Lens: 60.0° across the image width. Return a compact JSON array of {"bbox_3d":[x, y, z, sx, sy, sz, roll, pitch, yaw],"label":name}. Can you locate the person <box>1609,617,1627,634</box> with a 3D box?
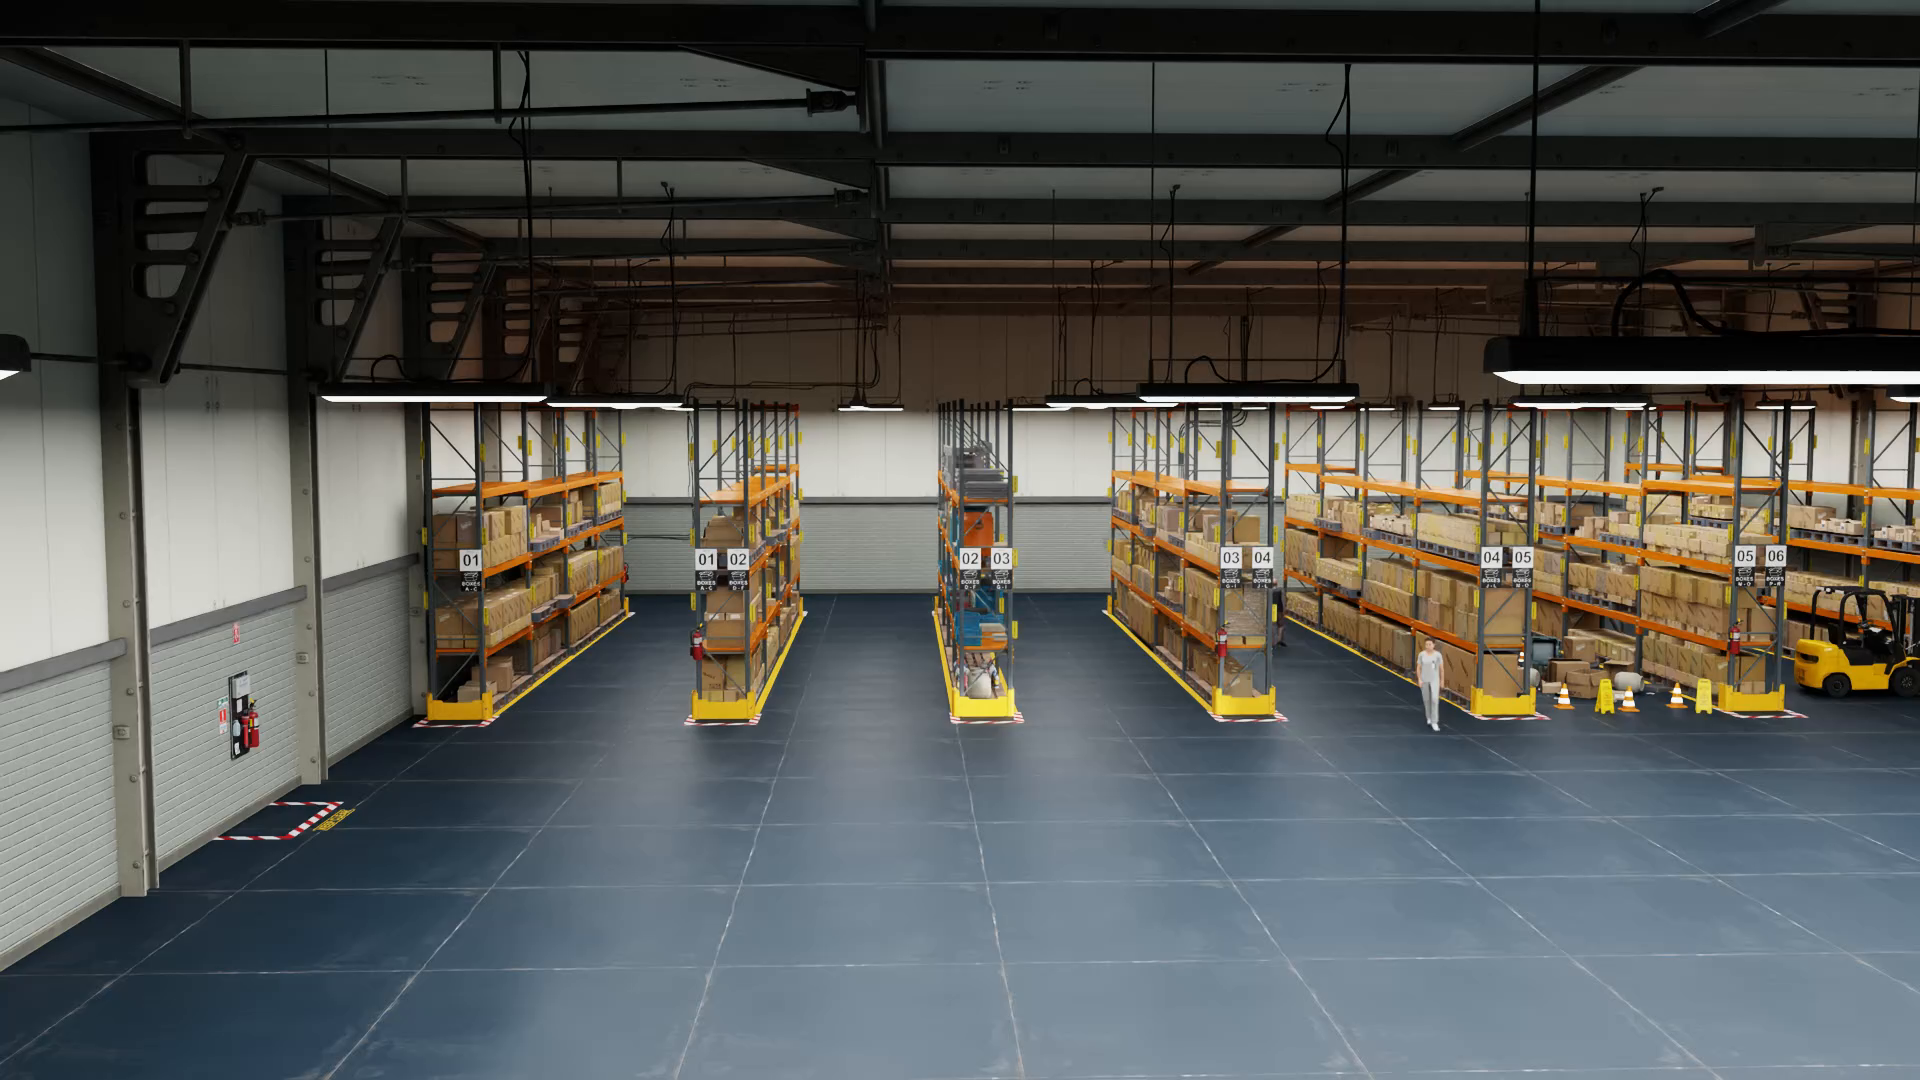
[{"bbox_3d":[16.890,1.686,42.536,0.501,1.695,0.373,-2,5,-29],"label":"person"}]

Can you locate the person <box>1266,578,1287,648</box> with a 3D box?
[{"bbox_3d":[7.678,1.790,40.579,0.573,1.721,0.535,0,4,2],"label":"person"}]

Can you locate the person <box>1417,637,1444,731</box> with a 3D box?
[{"bbox_3d":[8.556,2.581,30.266,0.504,1.638,0.871,2,5,27],"label":"person"}]
